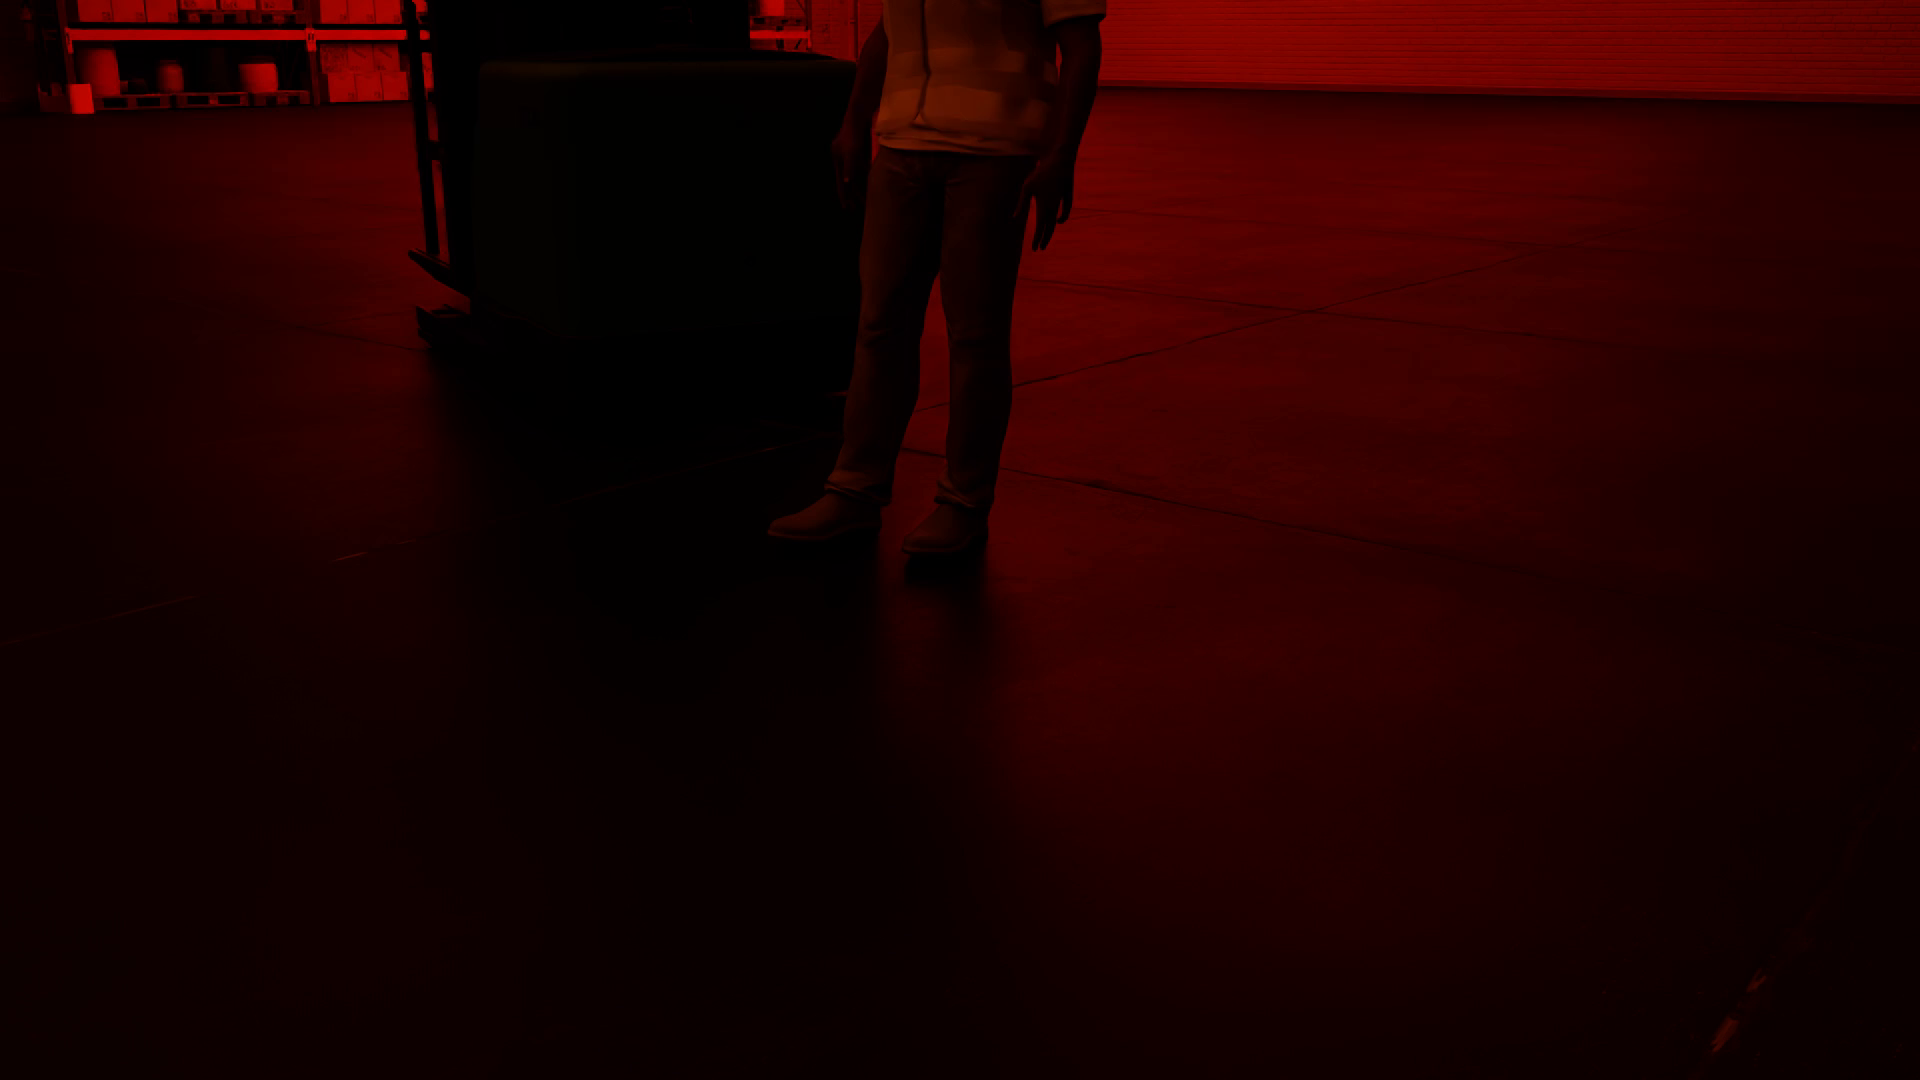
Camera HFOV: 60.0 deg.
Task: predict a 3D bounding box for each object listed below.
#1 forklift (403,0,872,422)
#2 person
[{"bbox_3d":[-1.417,-2.137,5.936,1.130,2.935,3.031,-9,19,-28],"label":"forklift"},{"bbox_3d":[-0.048,-0.837,3.634,0.666,1.768,0.575,13,21,37],"label":"person"}]
